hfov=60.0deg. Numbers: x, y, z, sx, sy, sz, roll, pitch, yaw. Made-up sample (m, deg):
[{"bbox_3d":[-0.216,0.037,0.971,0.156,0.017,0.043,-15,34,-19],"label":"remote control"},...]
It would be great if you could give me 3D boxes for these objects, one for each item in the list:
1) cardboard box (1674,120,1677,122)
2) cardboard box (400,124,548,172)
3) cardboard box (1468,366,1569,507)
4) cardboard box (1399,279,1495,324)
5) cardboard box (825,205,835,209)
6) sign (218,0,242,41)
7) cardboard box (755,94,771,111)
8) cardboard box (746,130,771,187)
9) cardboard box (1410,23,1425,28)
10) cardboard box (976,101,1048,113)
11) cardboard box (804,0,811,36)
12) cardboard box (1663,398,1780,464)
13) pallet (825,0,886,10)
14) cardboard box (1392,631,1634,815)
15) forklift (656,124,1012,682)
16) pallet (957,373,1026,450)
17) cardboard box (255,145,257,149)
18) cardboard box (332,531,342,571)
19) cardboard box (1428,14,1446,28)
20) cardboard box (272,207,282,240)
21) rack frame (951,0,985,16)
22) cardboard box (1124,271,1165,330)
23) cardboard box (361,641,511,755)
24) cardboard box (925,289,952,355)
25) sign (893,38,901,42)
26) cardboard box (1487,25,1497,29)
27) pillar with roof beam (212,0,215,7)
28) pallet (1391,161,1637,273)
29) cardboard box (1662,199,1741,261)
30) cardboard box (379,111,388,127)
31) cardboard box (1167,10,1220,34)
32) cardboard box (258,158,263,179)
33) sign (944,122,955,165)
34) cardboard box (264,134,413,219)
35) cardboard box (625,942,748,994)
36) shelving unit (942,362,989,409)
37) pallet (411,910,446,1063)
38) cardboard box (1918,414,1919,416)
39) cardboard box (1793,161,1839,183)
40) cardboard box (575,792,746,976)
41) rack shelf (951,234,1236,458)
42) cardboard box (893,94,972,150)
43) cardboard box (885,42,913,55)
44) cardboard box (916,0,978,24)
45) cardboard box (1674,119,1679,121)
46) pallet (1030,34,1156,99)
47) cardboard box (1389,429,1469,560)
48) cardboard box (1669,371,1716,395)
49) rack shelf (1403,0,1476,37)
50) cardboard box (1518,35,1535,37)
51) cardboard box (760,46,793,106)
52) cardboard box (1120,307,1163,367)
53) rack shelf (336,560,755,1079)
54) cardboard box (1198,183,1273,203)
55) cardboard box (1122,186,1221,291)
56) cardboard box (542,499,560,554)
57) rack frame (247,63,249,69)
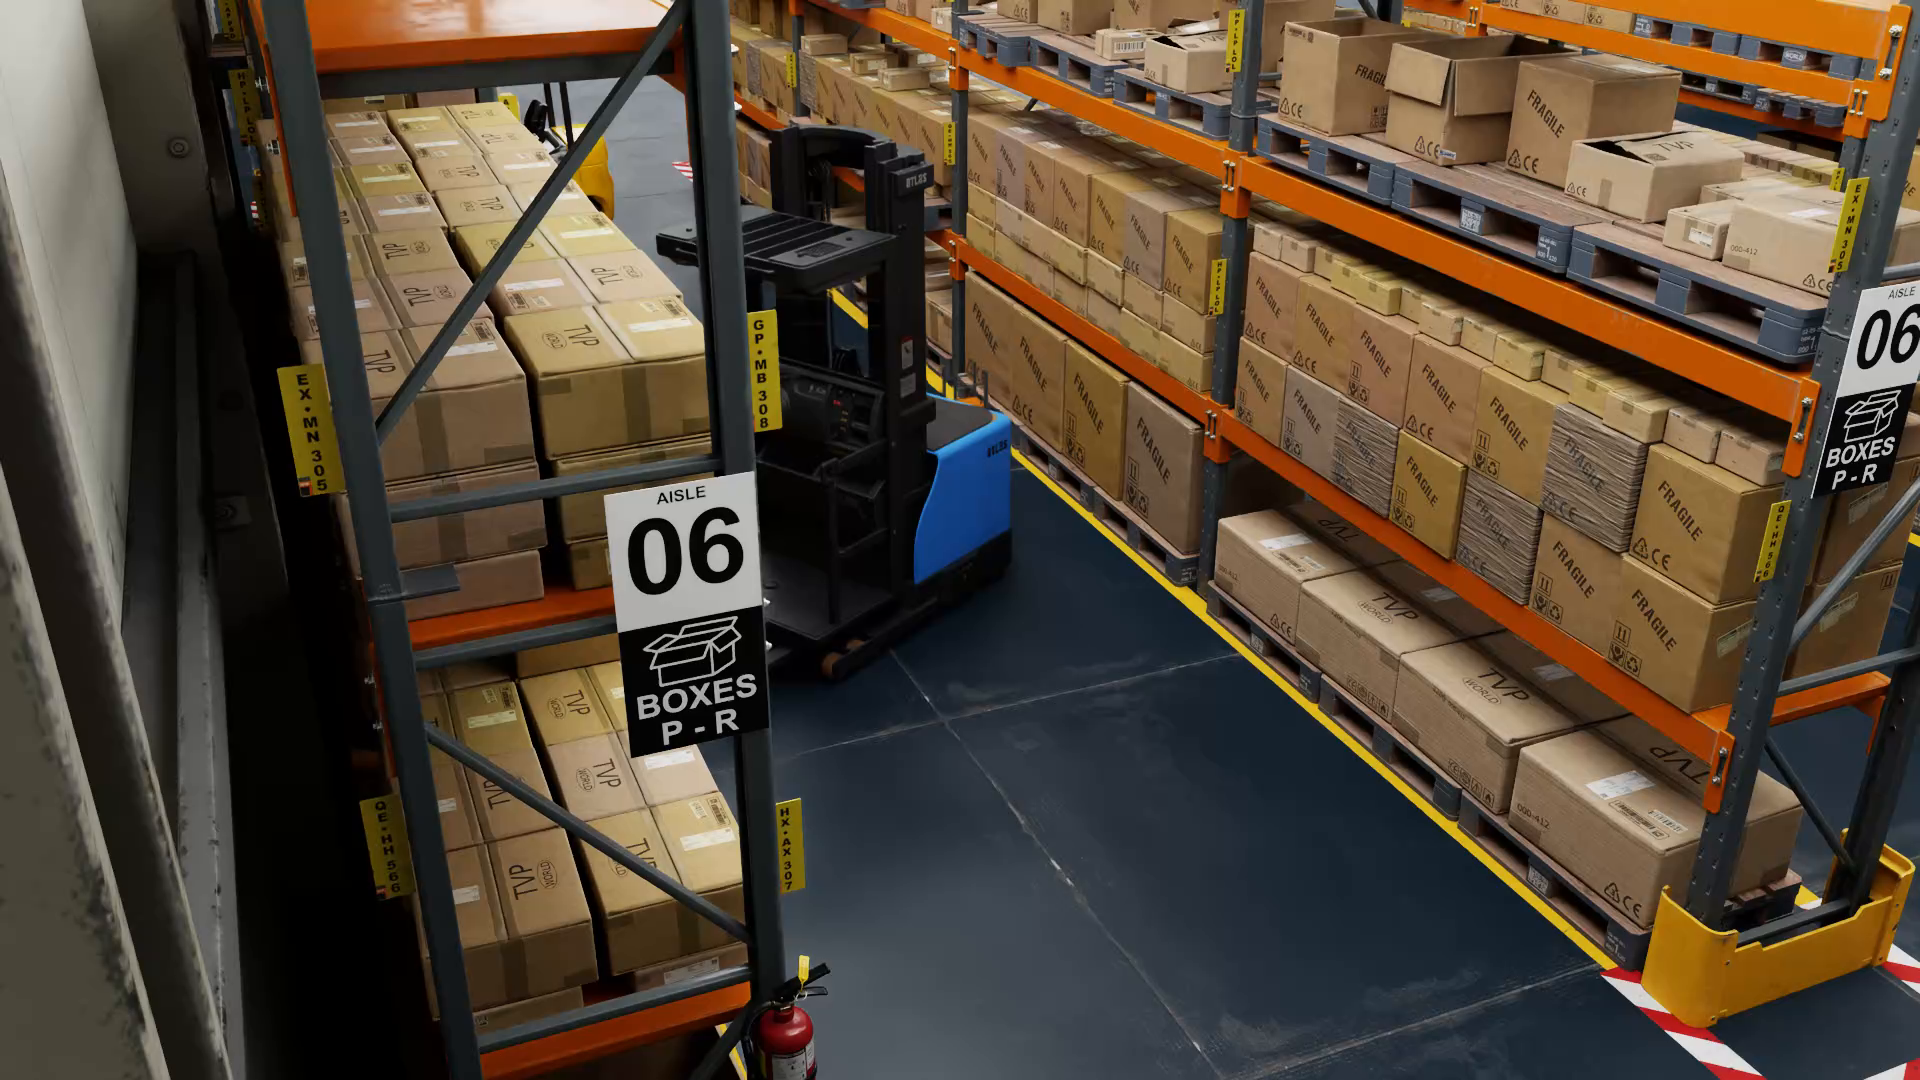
[{"bbox_3d":[5.853,-3.485,14.098,0.380,0.149,0.250,-10,28,-19],"label":"cardboard box"},{"bbox_3d":[-1.956,-1.488,6.722,0.500,0.250,0.500,-11,28,-21],"label":"cardboard box"},{"bbox_3d":[2.720,-0.509,7.619,0.500,0.500,0.500,-11,28,-21],"label":"cardboard box"},{"bbox_3d":[2.415,-1.176,8.247,0.380,0.149,0.250,-11,28,-21],"label":"cardboard box"},{"bbox_3d":[-1.628,-3.444,17.541,0.500,0.250,0.500,-9,28,-18],"label":"cardboard box"},{"bbox_3d":[-4.662,-3.353,10.601,0.100,0.325,0.005,-11,28,-21],"label":"sign"},{"bbox_3d":[-1.956,-4.673,17.688,0.380,0.149,0.250,-11,28,-21],"label":"cardboard box"},{"bbox_3d":[-2.029,-4.192,18.219,0.500,0.500,0.500,-9,27,-18],"label":"cardboard box"},{"bbox_3d":[4.163,-4.869,16.551,0.700,0.500,0.500,-11,28,-21],"label":"cardboard box"},{"bbox_3d":[0.454,-3.273,13.603,0.500,0.500,0.500,-11,28,-22],"label":"cardboard box"},{"bbox_3d":[-1.302,-5.352,17.199,0.700,0.500,0.500,-10,28,-20],"label":"cardboard box"},{"bbox_3d":[3.104,-0.449,6.758,0.380,0.149,0.250,-10,28,-20],"label":"cardboard box"},{"bbox_3d":[-0.596,-4.877,14.614,1.213,0.211,1.003,-11,28,-21],"label":"pallet"},{"bbox_3d":[2.834,0.891,8.448,0.875,0.438,0.875,-10,28,-19],"label":"cardboard box"},{"bbox_3d":[-0.948,-0.745,9.435,1.130,2.935,3.031,18,31,33],"label":"forklift"},{"bbox_3d":[0.657,-1.100,13.262,1.003,0.211,1.213,-11,28,-21],"label":"pallet"},{"bbox_3d":[-6.540,-4.030,15.971,0.500,0.500,0.500,-11,28,-22],"label":"cardboard box"},{"bbox_3d":[-3.327,0.028,9.404,0.380,0.149,0.250,-12,28,-23],"label":"cardboard box"},{"bbox_3d":[6.577,-7.042,22.541,0.380,0.149,0.250,-11,28,-21],"label":"cardboard box"},{"bbox_3d":[-2.448,-1.174,6.649,0.500,0.250,0.500,-11,28,-21],"label":"cardboard box"},{"bbox_3d":[0.417,-5.380,12.012,1.000,3.000,0.127,-11,28,-21],"label":"rack frame"},{"bbox_3d":[1.385,-1.563,10.634,0.500,0.250,0.500,-10,28,-19],"label":"cardboard box"},{"bbox_3d":[-2.035,0.573,6.489,0.500,0.250,0.500,-11,28,-21],"label":"cardboard box"},{"bbox_3d":[0.205,-1.922,14.283,0.950,0.372,0.625,-13,29,-24],"label":"cardboard box"},{"bbox_3d":[-0.640,-4.916,16.580,0.100,0.325,0.005,-11,28,-21],"label":"sign"},{"bbox_3d":[7.240,-6.974,21.662,0.875,0.500,0.500,-11,28,-21],"label":"cardboard box"},{"bbox_3d":[-10.926,-15.325,32.382,9.100,9.000,0.400,-11,28,-21],"label":"pillar with roof beam"},{"bbox_3d":[2.769,-1.553,7.695,1.003,0.211,1.213,-11,28,-21],"label":"pallet"},{"bbox_3d":[3.054,-1.245,6.656,0.380,0.149,0.250,-13,29,-25],"label":"cardboard box"},{"bbox_3d":[-2.807,-1.918,7.696,0.380,0.149,0.250,-11,28,-21],"label":"cardboard box"},{"bbox_3d":[1.591,-3.343,10.934,0.396,0.266,0.258,-8,27,-16],"label":"cardboard box"},{"bbox_3d":[-5.374,-2.939,13.452,0.500,0.250,0.500,-11,28,-22],"label":"cardboard box"},{"bbox_3d":[-0.078,-3.072,12.893,0.100,0.325,0.005,-11,28,-21],"label":"sign"},{"bbox_3d":[-2.432,-1.398,6.539,0.500,0.250,0.500,-11,28,-22],"label":"cardboard box"},{"bbox_3d":[-0.892,1.333,5.387,0.380,0.149,0.250,-11,28,-21],"label":"cardboard box"},{"bbox_3d":[0.034,-0.571,11.051,0.258,1.200,0.189,-11,28,-21],"label":"shelving unit"},{"bbox_3d":[-1.832,1.809,7.305,1.003,0.211,1.213,-11,28,-21],"label":"pallet"},{"bbox_3d":[6.641,-0.746,11.451,0.380,0.149,0.250,-11,28,-21],"label":"cardboard box"},{"bbox_3d":[6.555,-2.757,12.608,0.380,0.149,0.250,-10,28,-20],"label":"cardboard box"},{"bbox_3d":[-0.945,1.104,5.401,0.500,0.250,0.500,-10,28,-20],"label":"cardboard box"},{"bbox_3d":[1.201,-1.553,11.833,1.077,0.370,4.000,-11,28,-21],"label":"rack shelf"},{"bbox_3d":[-0.229,-3.394,13.851,0.500,0.500,0.500,-11,28,-21],"label":"cardboard box"},{"bbox_3d":[-0.479,-4.534,15.447,0.380,0.149,0.250,-11,28,-22],"label":"cardboard box"},{"bbox_3d":[0.055,-4.461,13.436,0.700,0.500,0.500,-11,28,-21],"label":"cardboard box"},{"bbox_3d":[8.190,-4.824,20.060,0.700,0.500,0.500,-13,29,-25],"label":"cardboard box"},{"bbox_3d":[1.159,-3.245,11.274,1.003,0.211,1.213,-9,28,-18],"label":"pallet"},{"bbox_3d":[2.511,-0.266,8.262,0.500,0.500,0.500,-10,28,-19],"label":"cardboard box"},{"bbox_3d":[3.382,-0.752,7.379,0.380,0.149,0.250,-12,28,-22],"label":"cardboard box"},{"bbox_3d":[4.149,-5.407,16.307,1.077,0.370,4.000,-11,28,-21],"label":"rack shelf"},{"bbox_3d":[7.306,-6.344,21.111,0.380,0.149,0.250,-11,28,-21],"label":"cardboard box"},{"bbox_3d":[-1.760,-4.821,17.252,0.500,0.500,0.500,-10,28,-19],"label":"cardboard box"},{"bbox_3d":[1.378,-1.345,10.758,0.500,0.250,0.500,-11,28,-21],"label":"cardboard box"},{"bbox_3d":[-1.799,0.916,6.775,1.077,0.370,4.000,-11,28,-21],"label":"rack shelf"},{"bbox_3d":[1.851,-1.991,10.656,0.500,0.500,0.500,-11,28,-21],"label":"cardboard box"},{"bbox_3d":[1.368,-1.908,10.486,0.500,0.500,0.500,-10,28,-20],"label":"cardboard box"},{"bbox_3d":[-1.053,-0.105,4.914,0.380,0.149,0.250,-10,28,-20],"label":"cardboard box"},{"bbox_3d":[-4.148,-1.830,11.579,1.000,3.000,0.127,-11,28,-21],"label":"rack frame"}]
